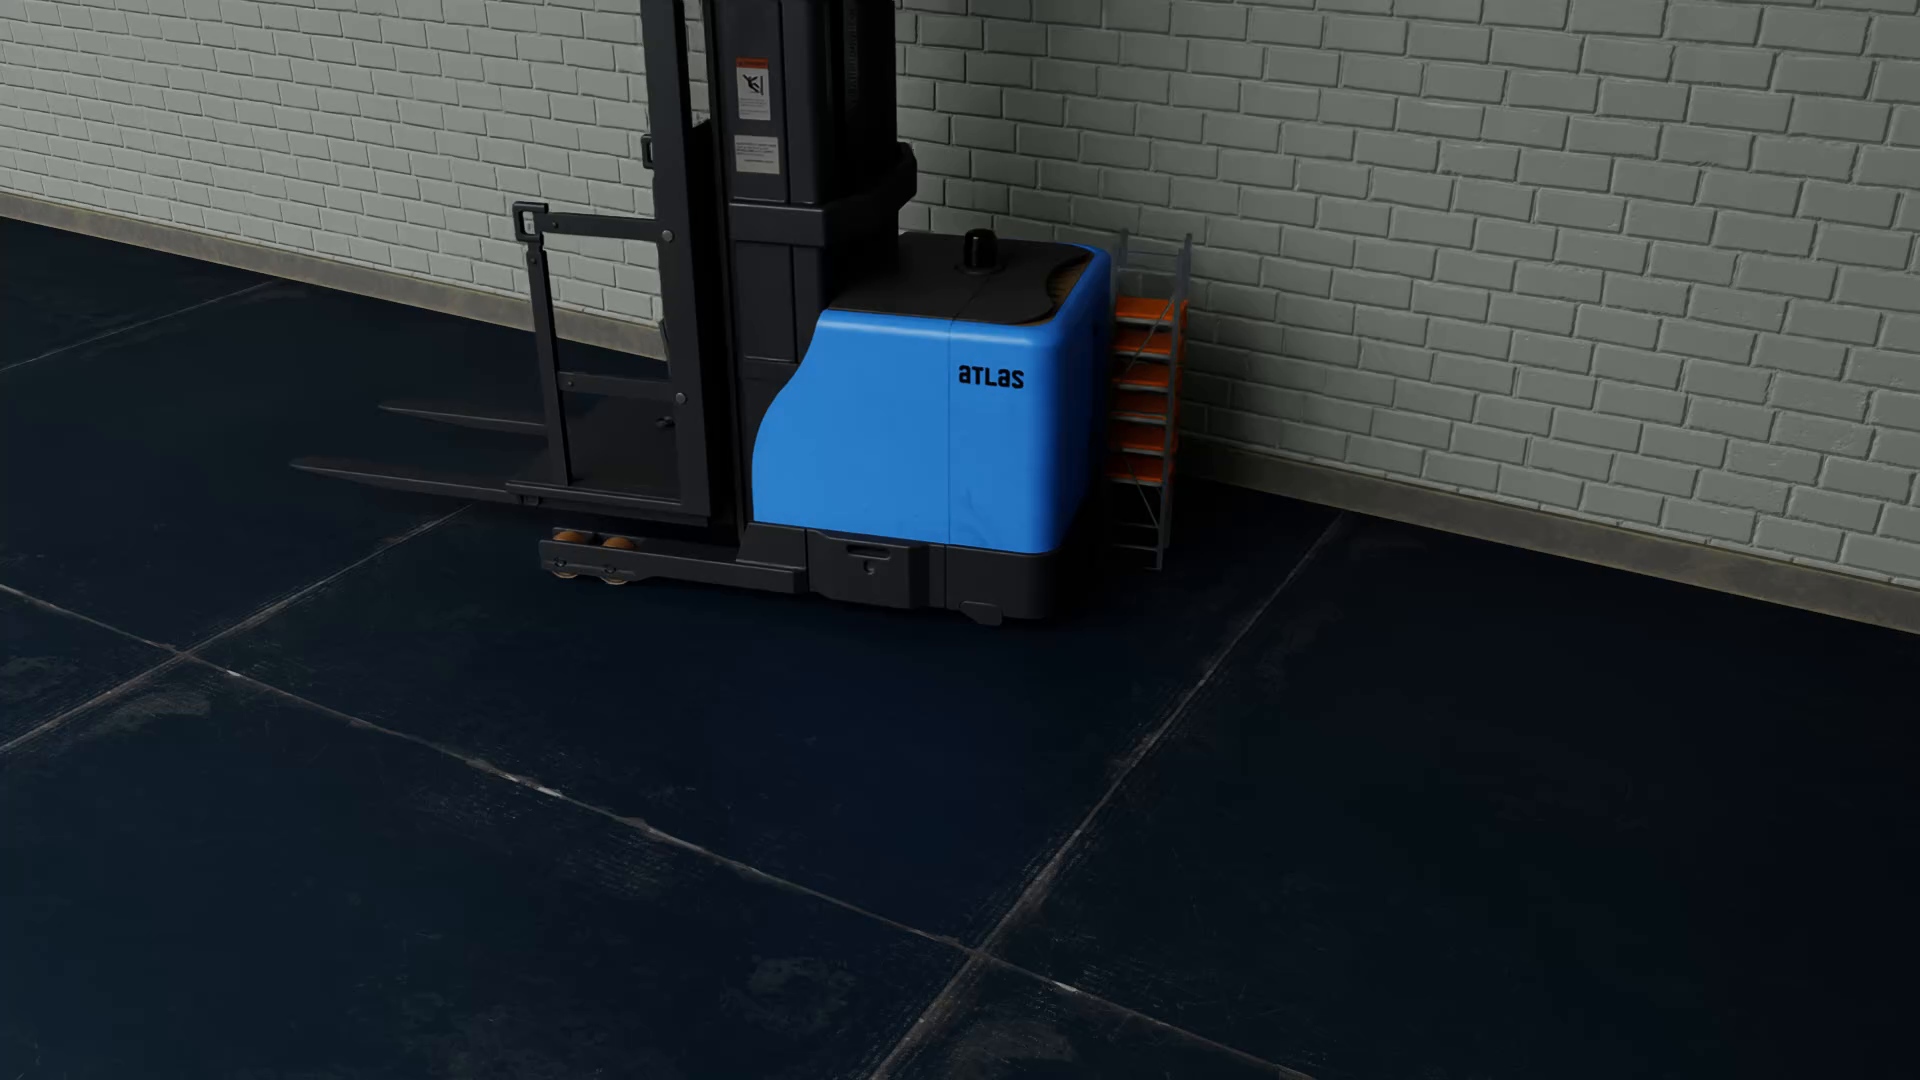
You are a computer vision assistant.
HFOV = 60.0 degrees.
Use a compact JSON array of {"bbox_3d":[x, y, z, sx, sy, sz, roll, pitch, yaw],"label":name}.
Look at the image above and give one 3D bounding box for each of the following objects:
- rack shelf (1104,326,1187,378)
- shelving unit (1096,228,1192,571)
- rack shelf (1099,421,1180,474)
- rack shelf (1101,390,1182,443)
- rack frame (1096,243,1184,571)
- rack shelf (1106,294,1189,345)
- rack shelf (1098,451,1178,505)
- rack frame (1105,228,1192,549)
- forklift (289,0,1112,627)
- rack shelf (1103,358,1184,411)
[{"bbox_3d":[0.645,-0.653,5.776,0.258,0.103,0.180,7,27,13],"label":"rack shelf"},{"bbox_3d":[0.643,-0.479,5.864,0.258,1.200,0.189,7,27,13],"label":"shelving unit"},{"bbox_3d":[0.642,-0.332,5.937,0.258,0.103,0.180,7,27,13],"label":"rack shelf"},{"bbox_3d":[0.643,-0.439,5.884,0.258,0.103,0.180,7,27,13],"label":"rack shelf"},{"bbox_3d":[0.620,-0.439,5.785,0.240,1.200,0.006,7,27,13],"label":"rack frame"},{"bbox_3d":[0.645,-0.761,5.722,0.258,0.103,0.180,7,27,13],"label":"rack shelf"},{"bbox_3d":[0.641,-0.225,5.991,0.258,0.103,0.180,7,27,13],"label":"rack shelf"},{"bbox_3d":[0.667,-0.518,5.943,0.240,1.200,0.006,7,27,13],"label":"rack frame"},{"bbox_3d":[-1.010,-1.370,5.712,3.031,2.935,1.130,7,27,13],"label":"forklift"},{"bbox_3d":[0.644,-0.546,5.830,0.258,0.103,0.180,7,27,13],"label":"rack shelf"}]
